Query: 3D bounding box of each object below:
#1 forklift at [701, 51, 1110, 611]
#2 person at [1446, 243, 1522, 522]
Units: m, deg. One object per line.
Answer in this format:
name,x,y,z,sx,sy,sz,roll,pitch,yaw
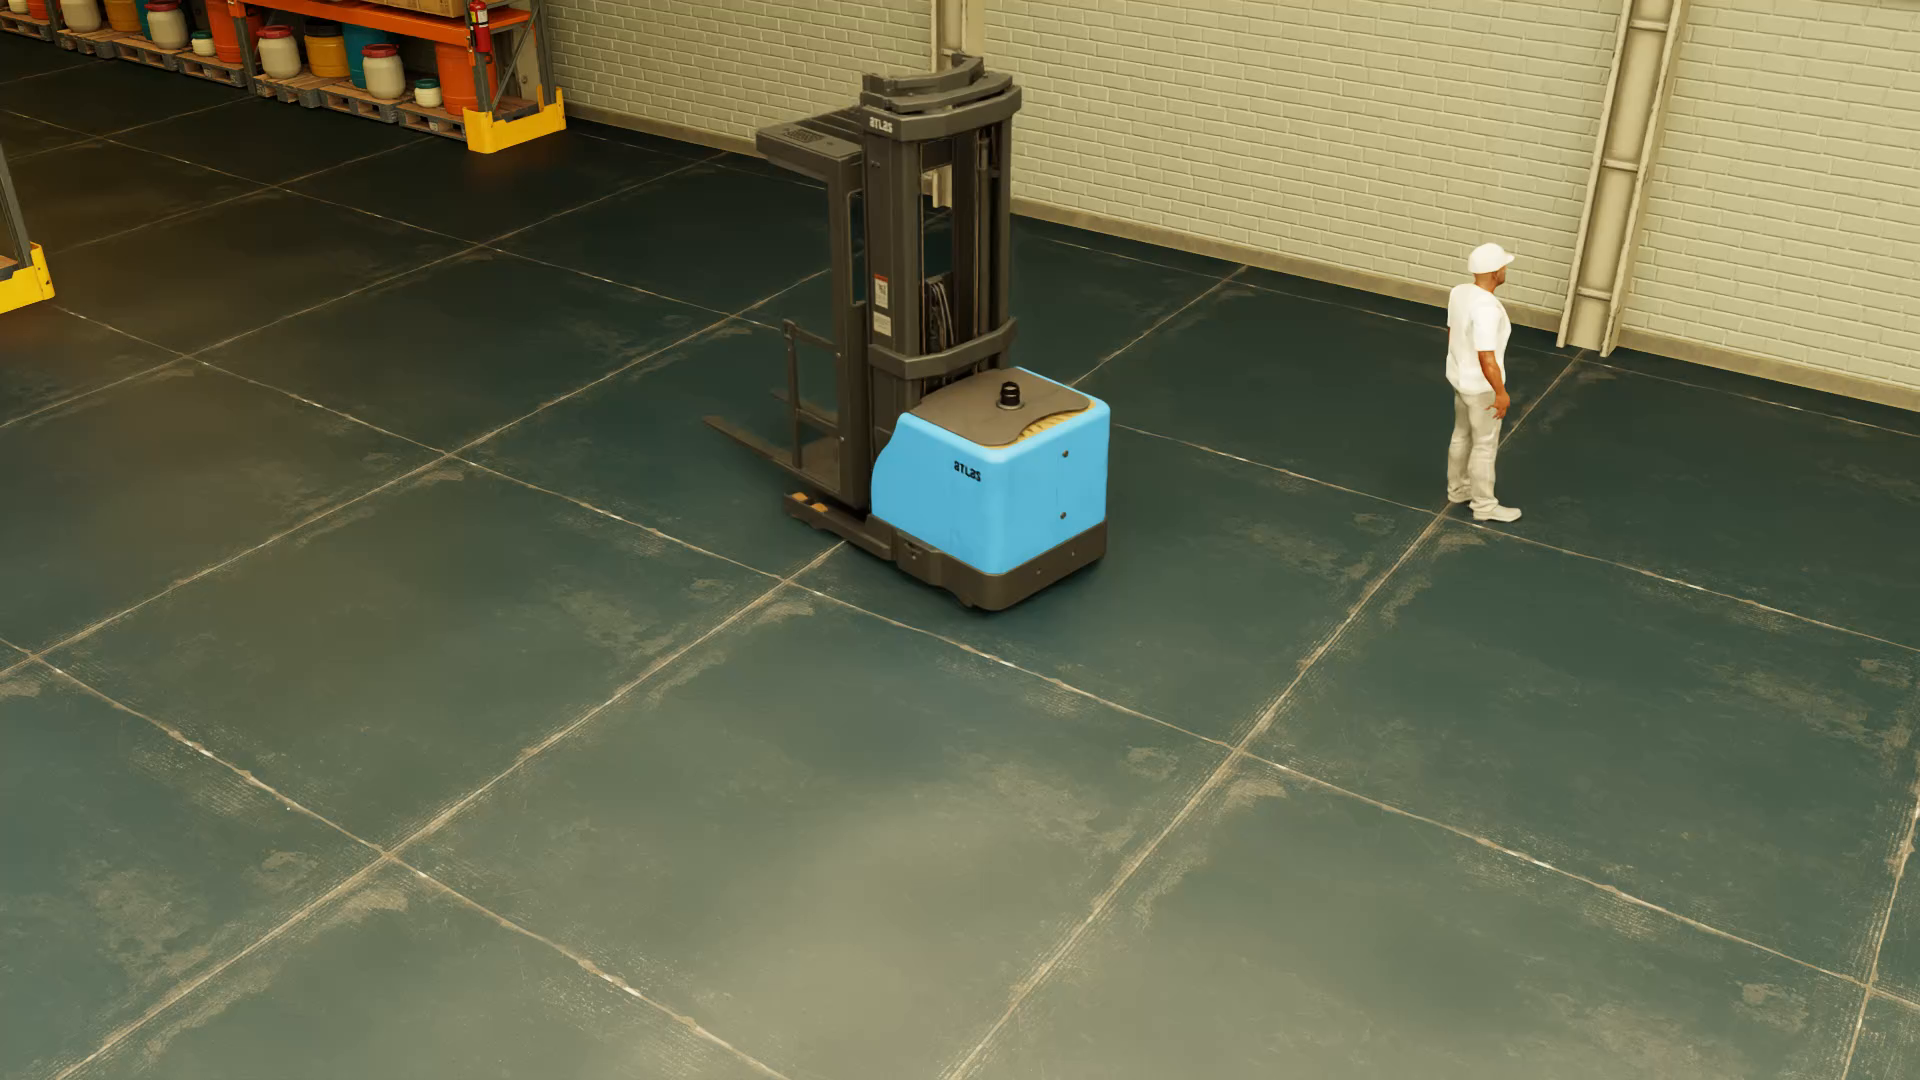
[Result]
forklift,-0.495,-1.498,10.161,1.130,2.935,3.031,-26,39,-37
person,3.320,-1.009,10.473,0.549,1.770,0.664,-3,30,-6
